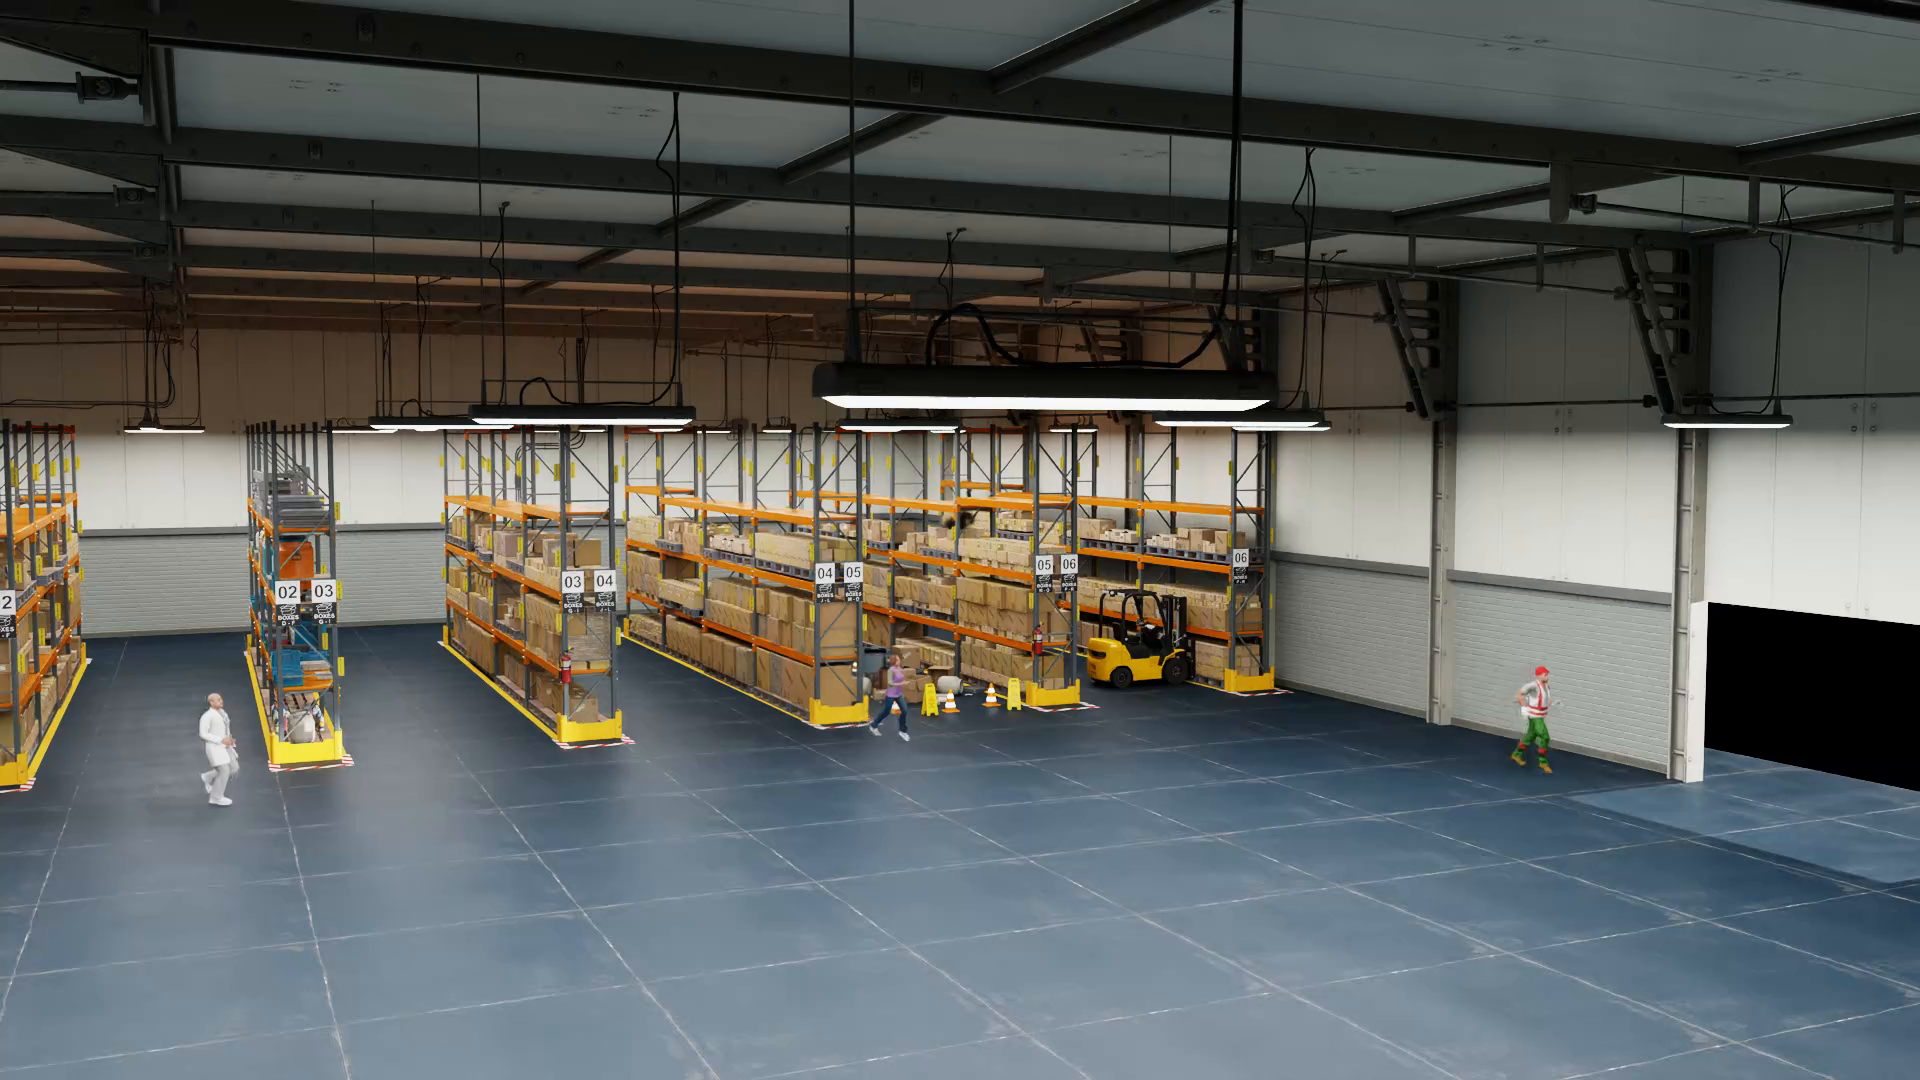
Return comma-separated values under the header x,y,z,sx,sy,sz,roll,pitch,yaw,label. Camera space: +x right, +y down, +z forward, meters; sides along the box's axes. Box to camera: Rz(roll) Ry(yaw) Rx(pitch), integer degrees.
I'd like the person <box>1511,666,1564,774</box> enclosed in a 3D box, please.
x,y,z,sx,sy,sz,roll,pitch,yaw,label
9.863,3.058,28.486,0.912,1.831,0.574,3,5,43,person

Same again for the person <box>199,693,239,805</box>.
x,y,z,sx,sy,sz,roll,pitch,yaw,label
-11.547,3.247,25.852,0.637,1.735,0.711,0,4,4,person

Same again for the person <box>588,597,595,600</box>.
x,y,z,sx,sy,sz,roll,pitch,yaw,label
-10.349,2.018,46.294,0.656,1.622,0.574,-1,4,-18,person

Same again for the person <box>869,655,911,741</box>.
x,y,z,sx,sy,sz,roll,pitch,yaw,label
-1.288,2.964,31.358,0.848,1.633,0.548,2,4,32,person
